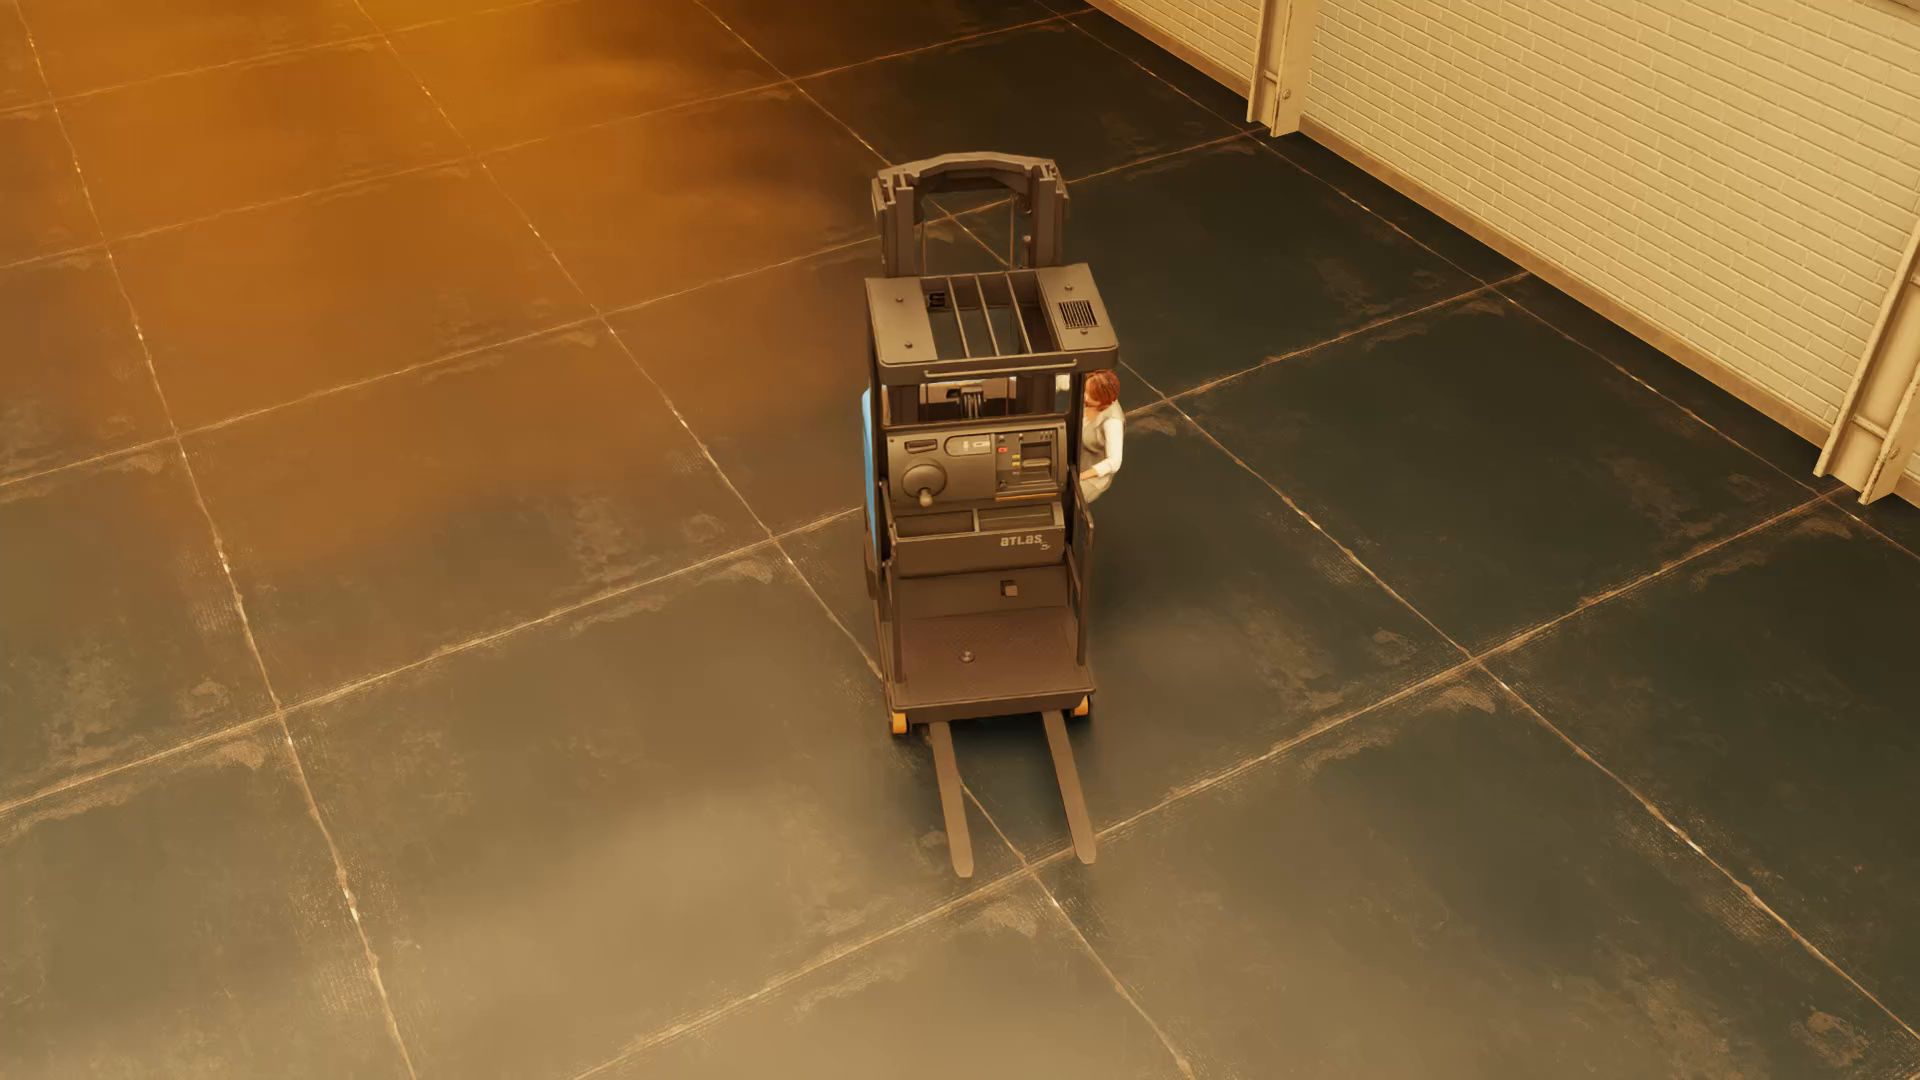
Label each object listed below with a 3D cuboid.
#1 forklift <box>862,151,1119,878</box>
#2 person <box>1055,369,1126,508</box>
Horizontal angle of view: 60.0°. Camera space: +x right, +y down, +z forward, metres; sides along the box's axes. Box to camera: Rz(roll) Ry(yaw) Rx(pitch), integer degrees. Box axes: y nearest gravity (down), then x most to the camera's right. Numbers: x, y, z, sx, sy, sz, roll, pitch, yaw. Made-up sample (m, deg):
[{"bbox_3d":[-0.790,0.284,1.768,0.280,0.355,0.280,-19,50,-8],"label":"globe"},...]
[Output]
[{"bbox_3d":[0.123,-0.314,8.415,1.130,2.935,3.031,-5,40,-6],"label":"forklift"},{"bbox_3d":[0.565,-0.391,9.719,0.754,1.365,0.906,-23,45,-26],"label":"person"}]
